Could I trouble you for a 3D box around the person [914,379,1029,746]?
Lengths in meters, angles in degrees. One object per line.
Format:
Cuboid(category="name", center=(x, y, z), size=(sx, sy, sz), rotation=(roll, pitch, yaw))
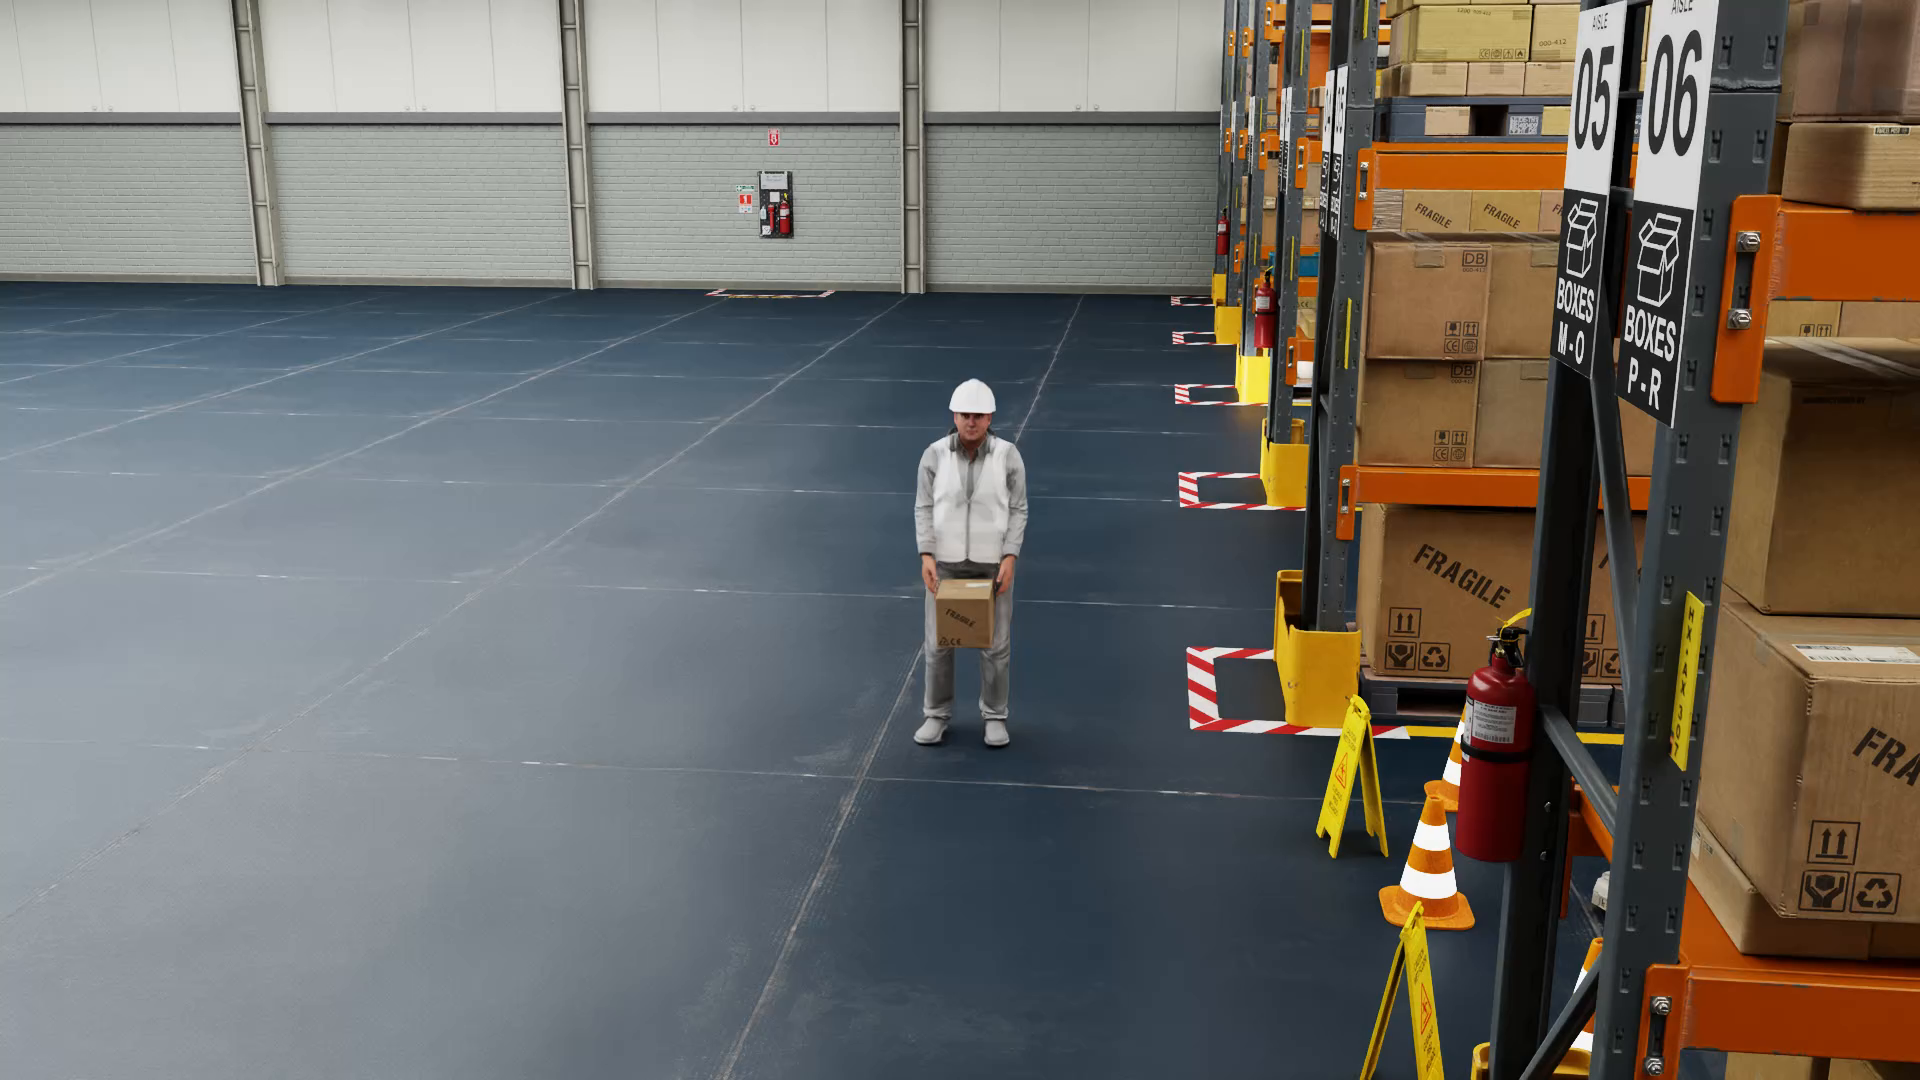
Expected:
Cuboid(category="person", center=(0.053, 0.105, 8.021), size=(0.551, 1.779, 0.446), rotation=(1, 14, 5))
